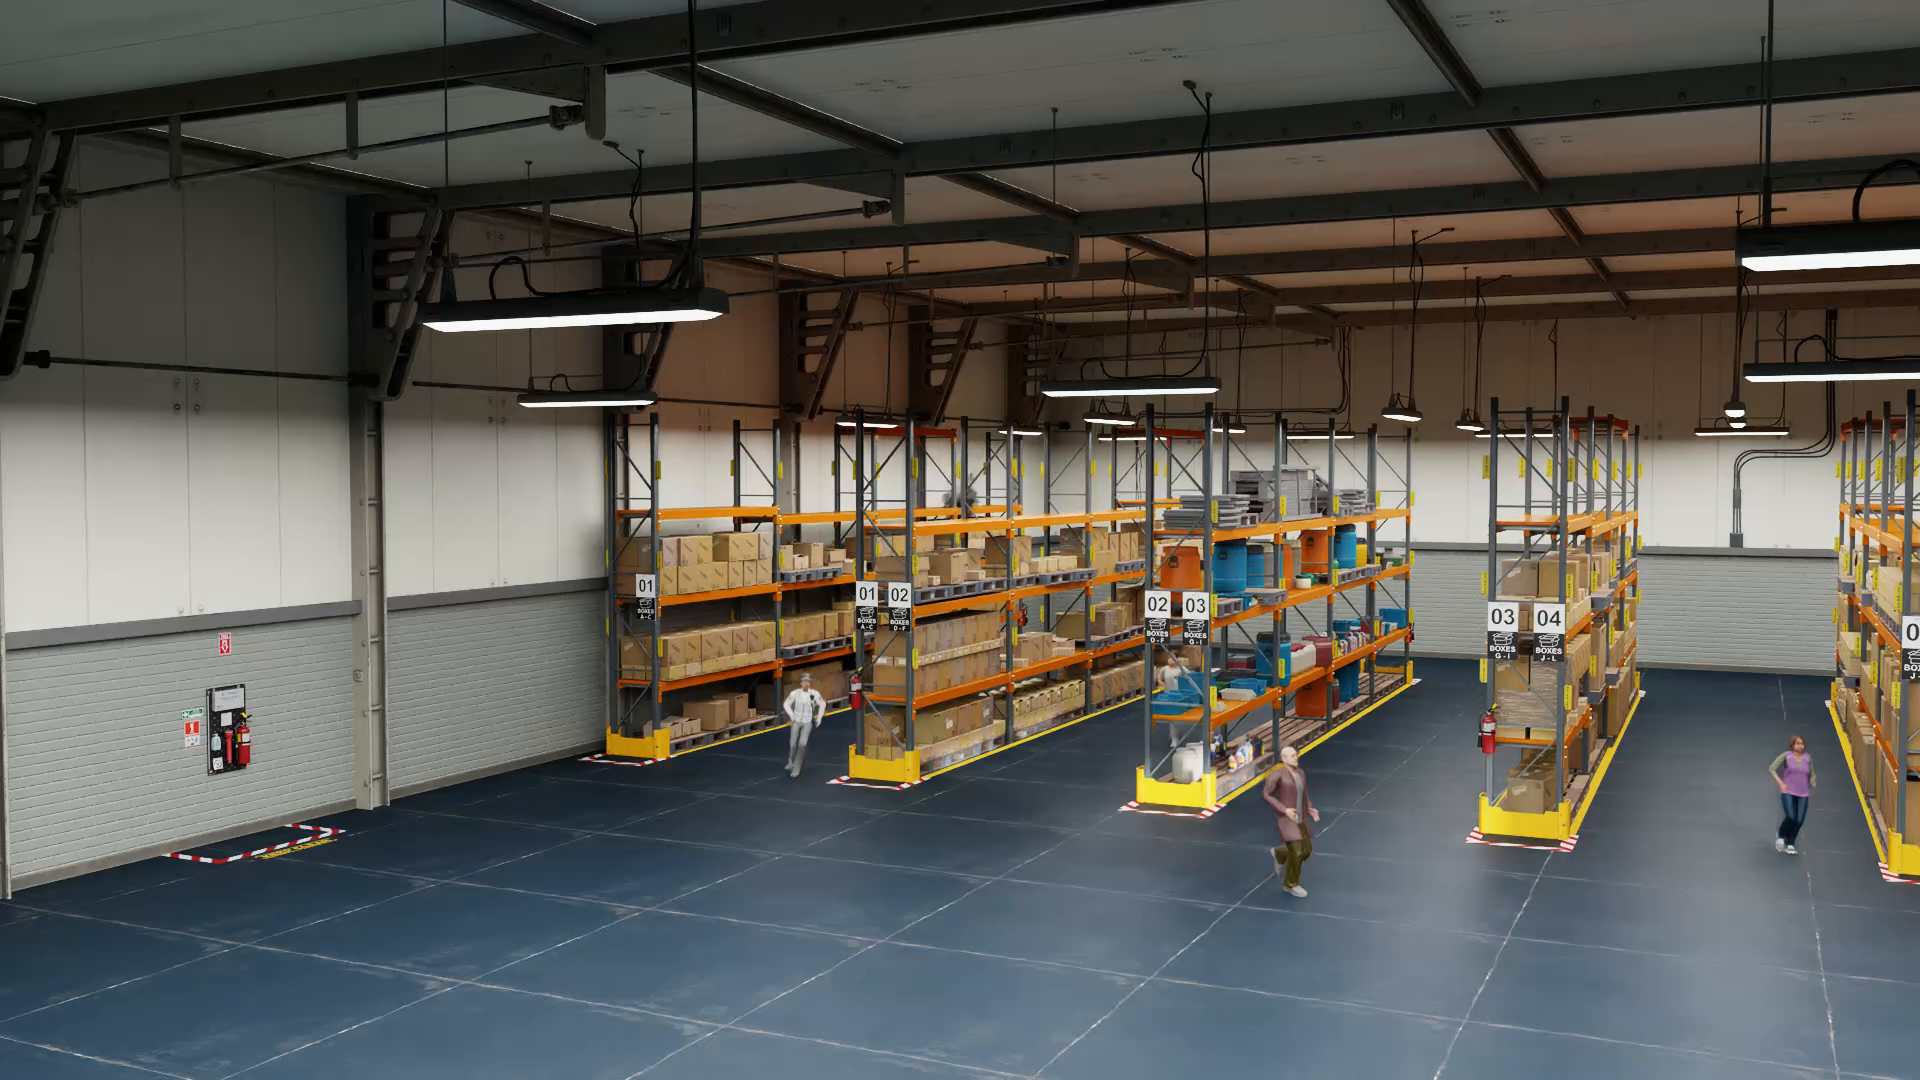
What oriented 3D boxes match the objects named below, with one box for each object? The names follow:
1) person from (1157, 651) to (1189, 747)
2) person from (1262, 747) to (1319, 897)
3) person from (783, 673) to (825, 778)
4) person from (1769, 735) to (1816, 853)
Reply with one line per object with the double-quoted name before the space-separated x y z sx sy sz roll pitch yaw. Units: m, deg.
"person" 3.907 2.900 30.397 0.584 1.743 0.747 1 3 27
"person" 3.871 3.314 19.706 0.705 1.739 0.653 -2 3 -35
"person" -2.573 3.030 27.342 0.679 1.706 0.673 0 2 3
"person" 10.832 3.310 21.555 0.537 1.555 0.562 0 2 7
